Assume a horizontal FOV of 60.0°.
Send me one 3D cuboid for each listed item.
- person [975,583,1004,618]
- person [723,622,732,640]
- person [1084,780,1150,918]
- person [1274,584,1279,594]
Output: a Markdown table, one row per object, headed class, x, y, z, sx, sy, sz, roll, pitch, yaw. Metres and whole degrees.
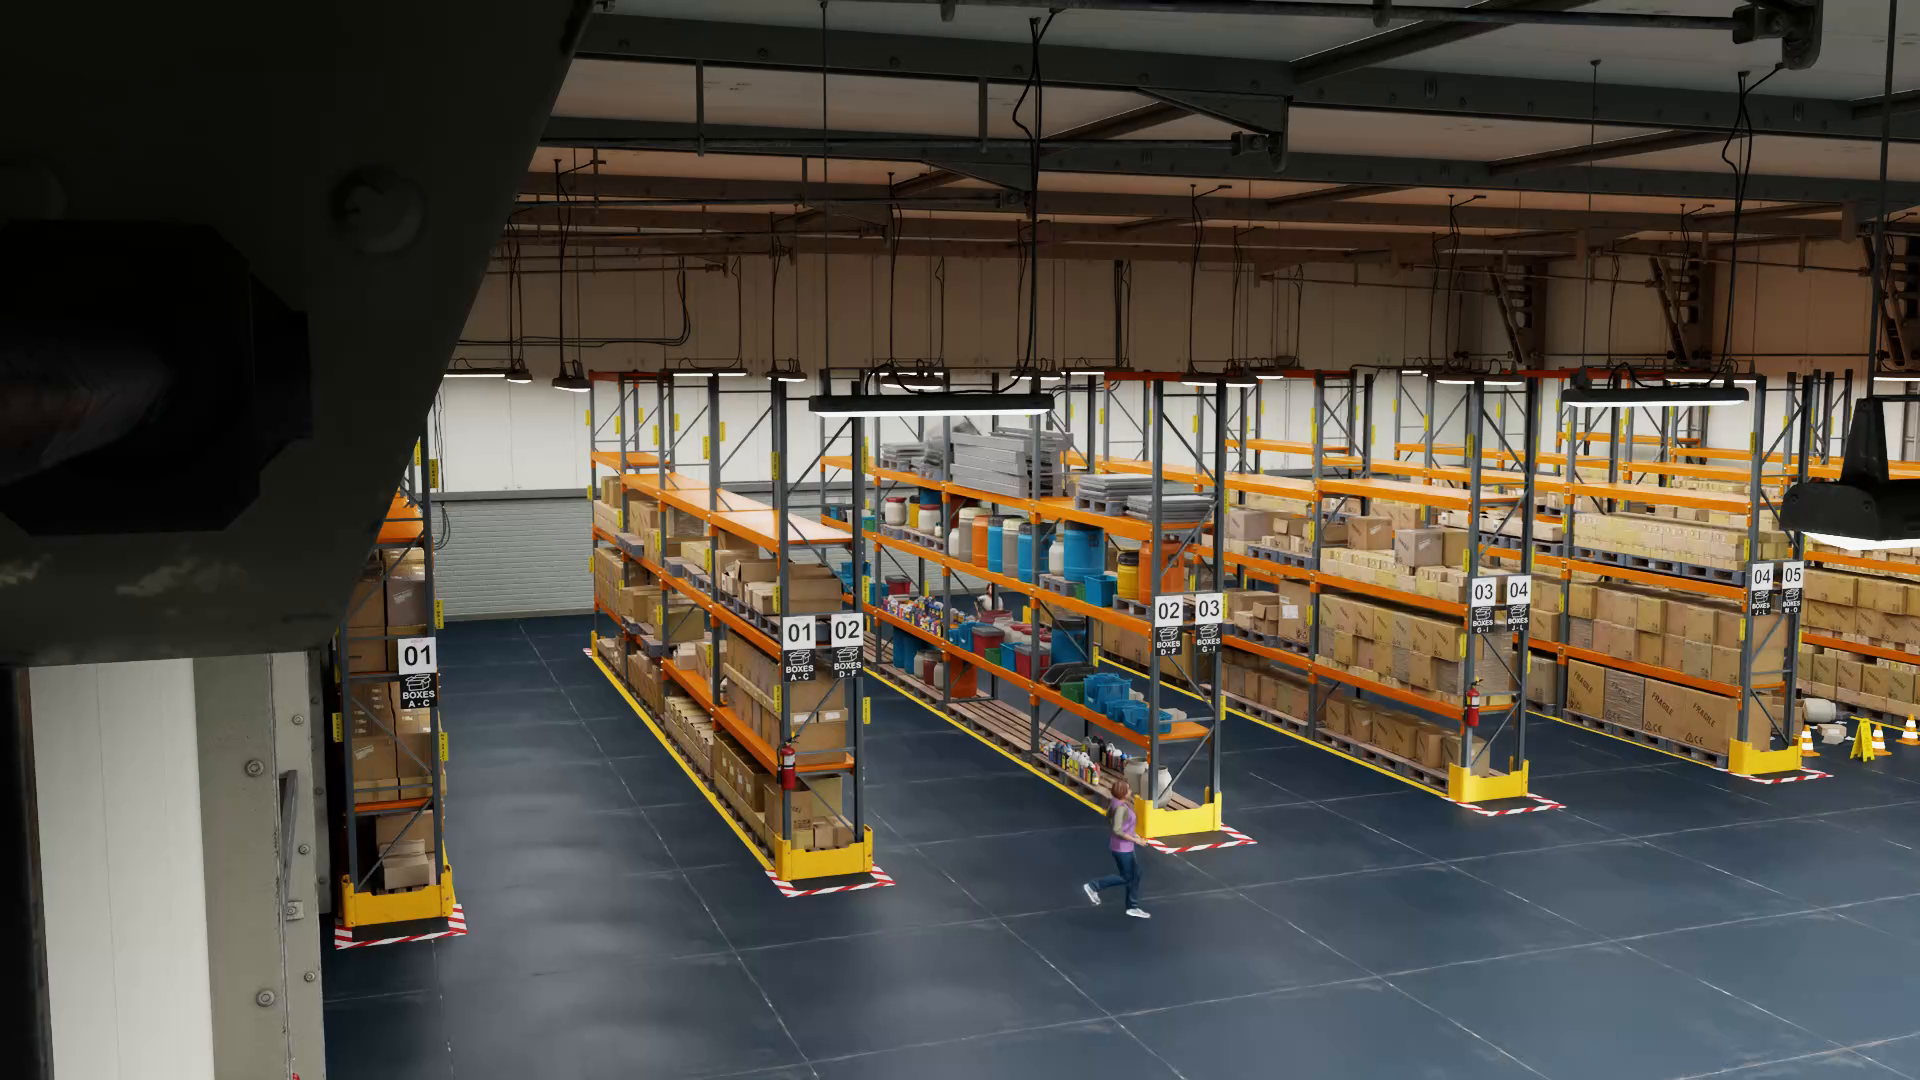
| class | x | y | z | sx | sy | sz | roll | pitch | yaw |
| --- | --- | --- | --- | --- | --- | --- | --- | --- | --- |
| person | 0.602 | 1.652 | 34.031 | 0.535 | 1.576 | 0.972 | -3 | 7 | -25 |
| person | -4.648 | 1.693 | 33.860 | 0.684 | 1.780 | 0.705 | -3 | 7 | -25 |
| person | 1.774 | 3.478 | 18.736 | 0.752 | 1.586 | 0.545 | 1 | 6 | 5 |
| person | 7.900 | 0.903 | 41.216 | 0.584 | 1.671 | 0.960 | -5 | 8 | -37 |
